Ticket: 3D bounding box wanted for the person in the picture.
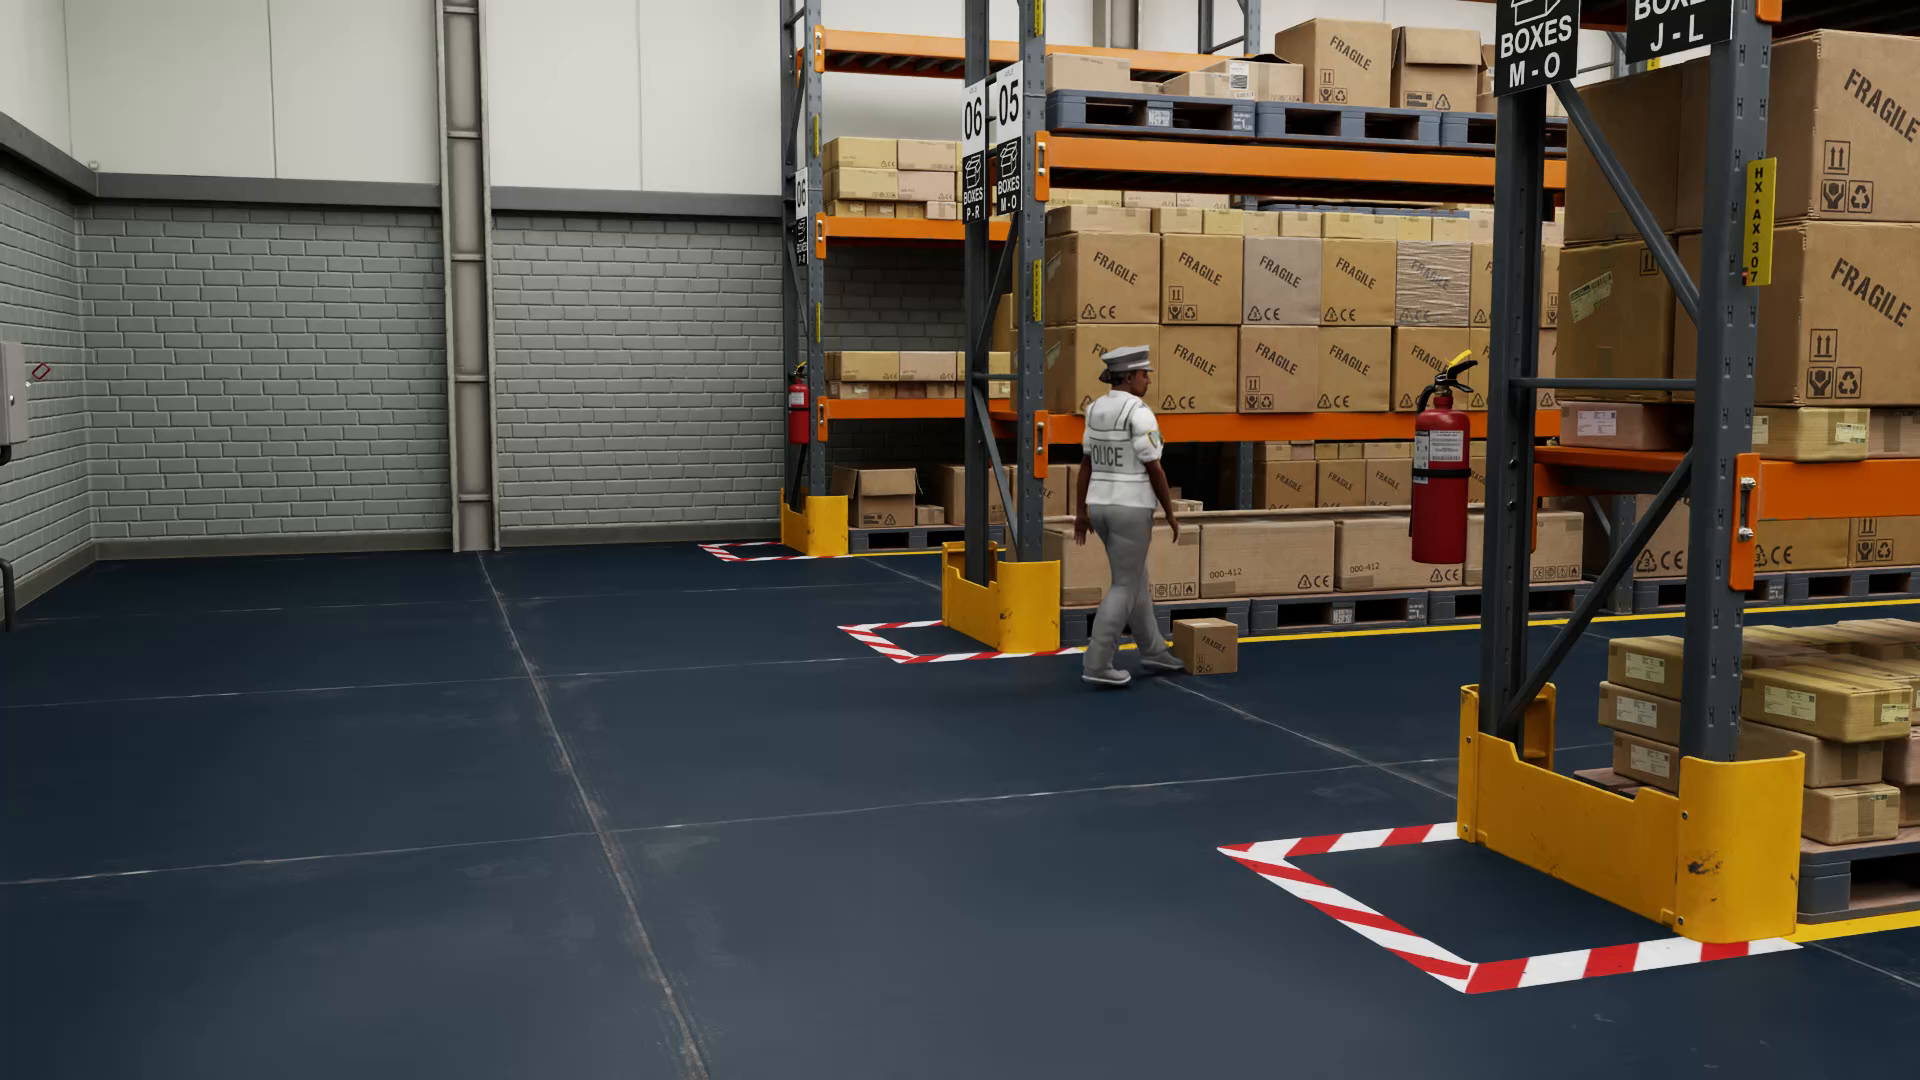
[{"bbox_3d":[0.891,-0.132,8.225,0.764,1.662,0.494,-3,7,-30],"label":"person"}]
